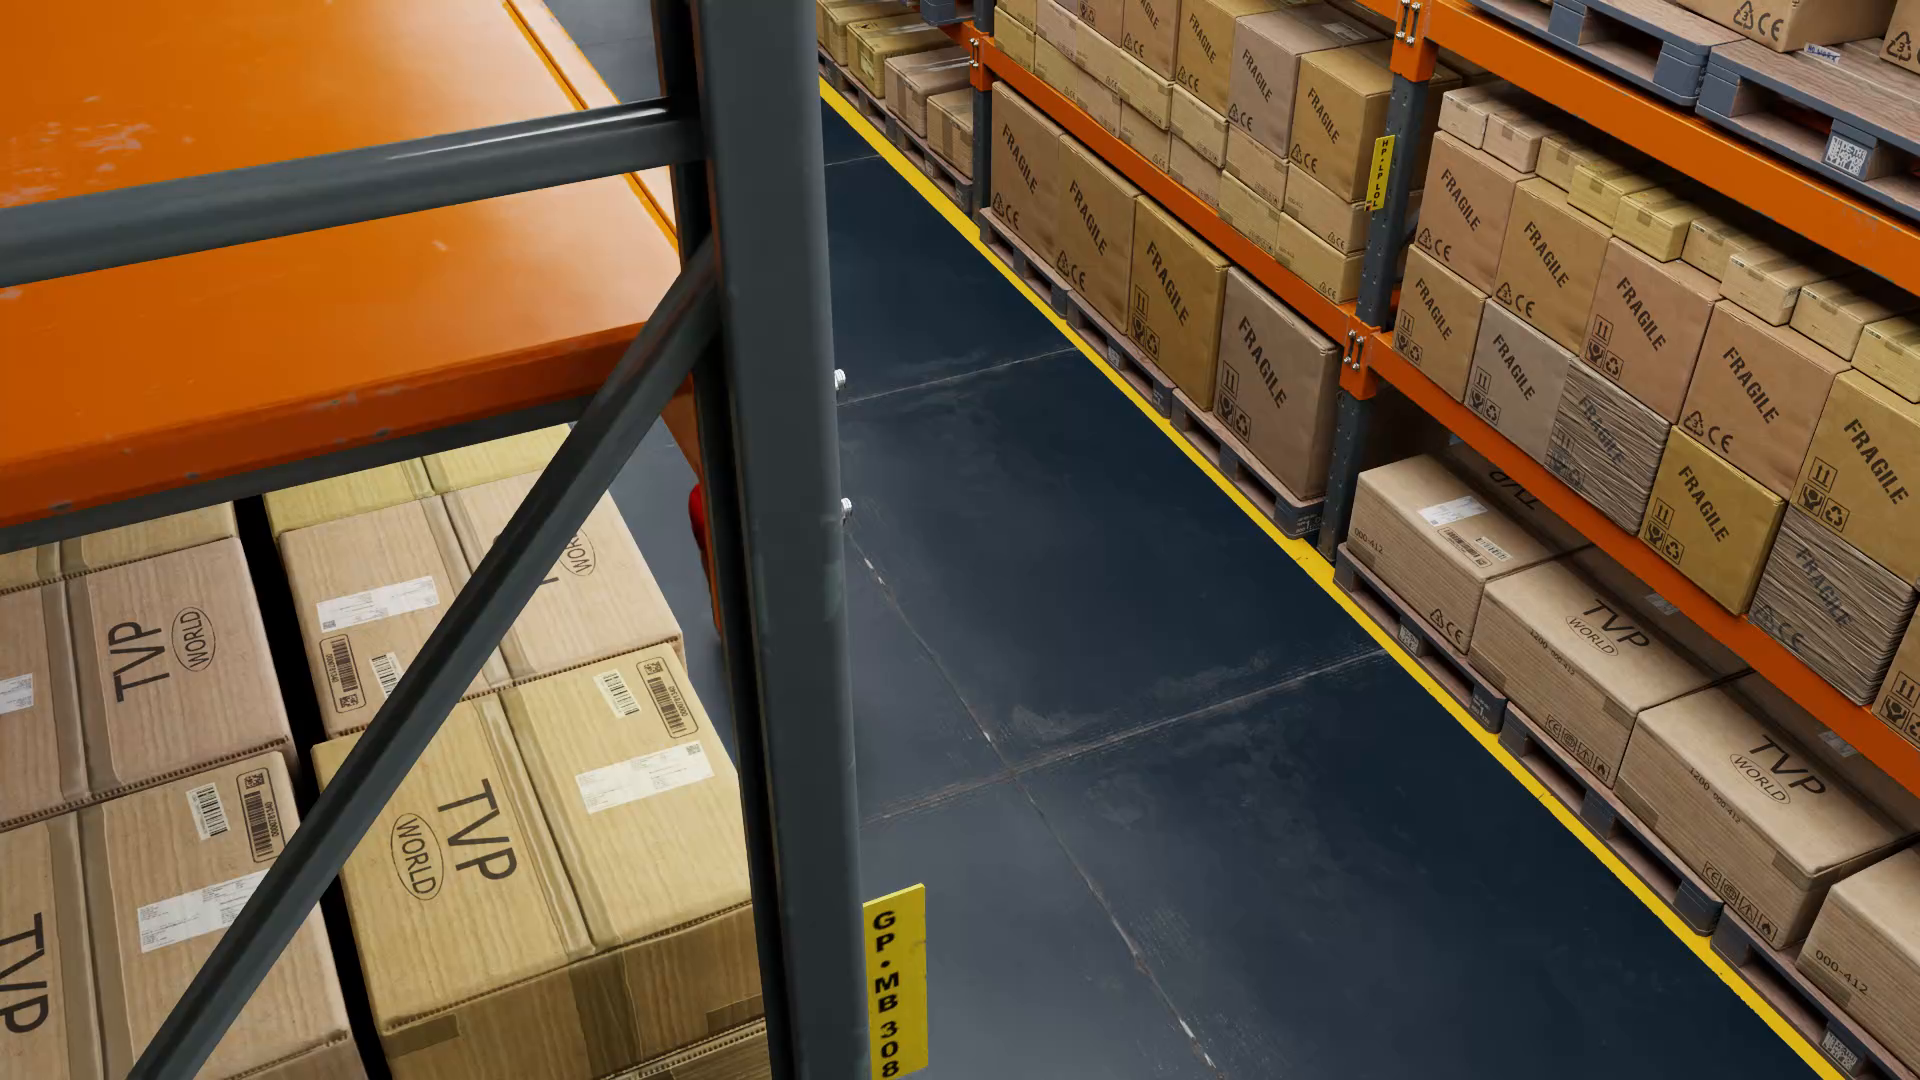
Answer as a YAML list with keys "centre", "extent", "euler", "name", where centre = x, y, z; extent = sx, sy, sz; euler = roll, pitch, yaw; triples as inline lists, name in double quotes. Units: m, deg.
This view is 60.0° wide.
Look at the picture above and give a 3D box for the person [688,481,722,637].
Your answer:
- centre: [-0.887, 0.128, 7.267]
  extent: [0.509, 1.049, 0.963]
  euler: [-17, 40, -22]
  name: "person"
